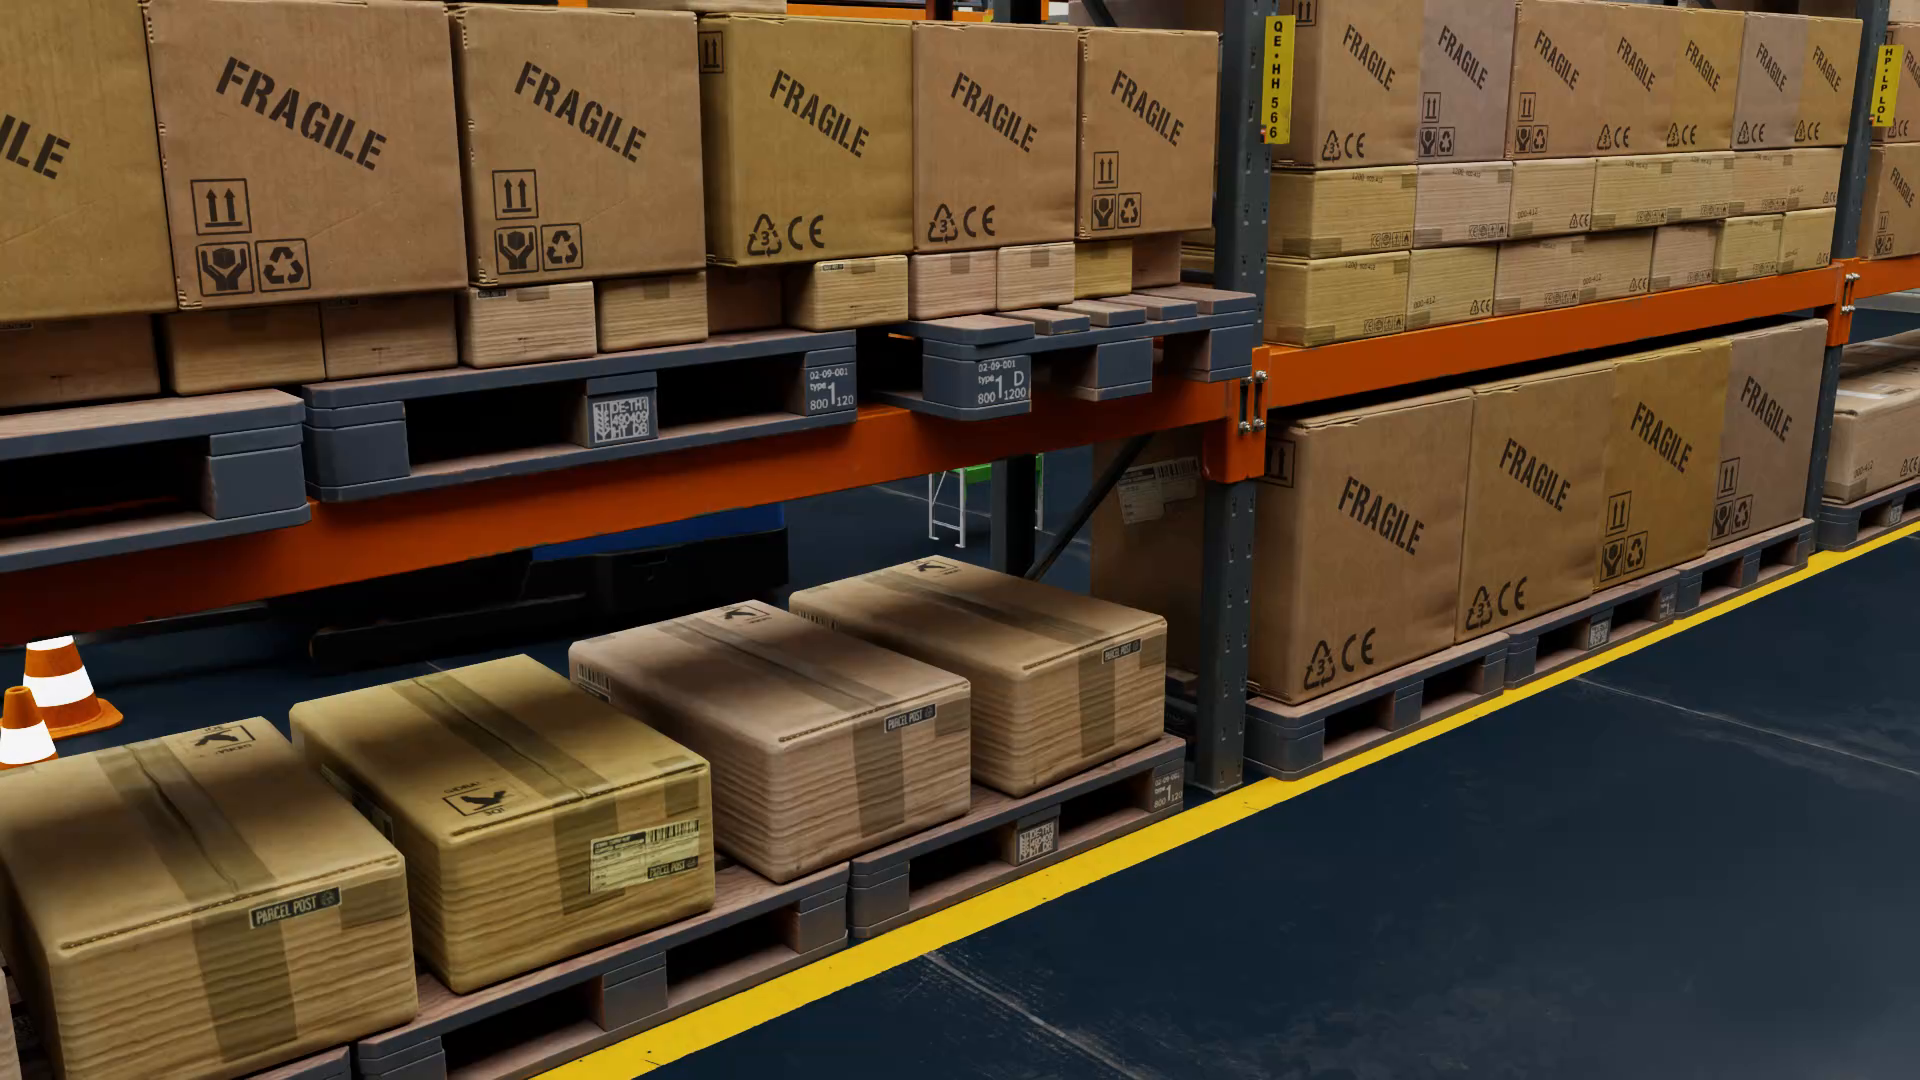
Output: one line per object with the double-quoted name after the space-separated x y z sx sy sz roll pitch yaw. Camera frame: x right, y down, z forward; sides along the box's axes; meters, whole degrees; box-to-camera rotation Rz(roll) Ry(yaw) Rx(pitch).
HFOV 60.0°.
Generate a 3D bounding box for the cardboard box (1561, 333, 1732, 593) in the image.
2.398 -0.375 6.645 0.875 0.875 0.875 -12 19 -38 "cardboard box"

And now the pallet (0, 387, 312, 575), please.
-1.873 -0.127 2.784 1.213 0.211 1.003 -13 19 -39 "pallet"

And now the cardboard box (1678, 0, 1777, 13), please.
3.513 -2.433 7.656 0.250 0.149 0.380 -13 20 -40 "cardboard box"

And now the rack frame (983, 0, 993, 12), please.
0.002 -4.081 17.214 0.127 3.000 1.000 -13 19 -39 "rack frame"

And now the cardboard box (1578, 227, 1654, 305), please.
2.152 -1.020 6.047 0.500 0.250 0.500 -13 19 -39 "cardboard box"

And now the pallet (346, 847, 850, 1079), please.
-1.038 0.889 4.013 1.213 0.211 1.003 -13 19 -39 "pallet"

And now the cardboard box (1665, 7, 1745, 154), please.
2.537 -1.709 6.206 0.500 0.500 0.500 -12 19 -38 "cardboard box"

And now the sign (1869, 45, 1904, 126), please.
3.853 -1.891 6.926 0.005 0.325 0.100 -13 19 -39 "sign"

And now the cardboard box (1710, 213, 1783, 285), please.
2.932 -1.190 6.684 0.500 0.250 0.500 -13 20 -40 "cardboard box"

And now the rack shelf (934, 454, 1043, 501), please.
0.125 -0.314 7.779 0.480 0.148 0.258 -13 19 -39 "rack shelf"

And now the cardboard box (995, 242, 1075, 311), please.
0.064 -0.665 4.101 0.250 0.149 0.380 -13 20 -40 "cardboard box"

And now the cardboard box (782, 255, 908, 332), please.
-0.330 -0.575 3.763 0.250 0.149 0.380 -12 19 -38 "cardboard box"

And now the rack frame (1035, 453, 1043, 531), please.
0.309 -0.649 7.855 0.015 1.200 0.240 -13 19 -39 "rack frame"

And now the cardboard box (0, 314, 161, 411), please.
-1.563 -0.336 2.867 0.250 0.149 0.380 -11 19 -36 "cardboard box"

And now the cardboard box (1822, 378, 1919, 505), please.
4.034 -0.524 8.051 0.875 0.438 0.875 -13 20 -40 "cardboard box"

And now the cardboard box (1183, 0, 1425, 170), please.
1.005 -1.363 4.910 0.500 0.500 0.500 -14 20 -41 "cardboard box"

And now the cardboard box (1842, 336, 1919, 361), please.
5.390 -0.828 9.190 0.875 0.438 0.875 -12 19 -38 "cardboard box"

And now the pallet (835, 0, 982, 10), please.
-0.551 -5.359 16.360 1.213 0.211 1.003 -13 19 -39 "pallet"

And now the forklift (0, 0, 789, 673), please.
-2.244 -1.095 6.168 3.031 2.935 1.130 -8 17 -28 "forklift"

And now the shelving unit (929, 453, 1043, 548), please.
0.125 -0.608 7.700 0.503 1.200 0.258 -13 19 -39 "shelving unit"

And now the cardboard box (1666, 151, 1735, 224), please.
2.558 -1.346 6.297 0.500 0.250 0.500 -12 19 -38 "cardboard box"

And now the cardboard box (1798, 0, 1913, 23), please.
3.898 -2.321 7.240 0.250 0.149 0.380 -13 20 -40 "cardboard box"

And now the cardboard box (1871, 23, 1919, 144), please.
4.008 -2.039 7.438 0.500 0.500 0.500 -12 19 -39 "cardboard box"

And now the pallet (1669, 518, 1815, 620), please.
2.957 0.019 7.270 1.213 0.211 1.003 -13 19 -39 "pallet"

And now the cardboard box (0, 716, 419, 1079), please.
-1.611 0.736 3.459 0.625 0.372 0.950 -11 19 -36 "cardboard box"

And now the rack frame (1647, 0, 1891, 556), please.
3.490 -1.474 7.455 0.127 3.000 1.000 -13 19 -39 "rack frame"

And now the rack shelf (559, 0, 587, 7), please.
-4.524 -4.166 13.115 4.000 0.370 1.077 -13 19 -39 "rack shelf"

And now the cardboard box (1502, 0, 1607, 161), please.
1.773 -1.534 5.549 0.500 0.500 0.500 -12 19 -38 "cardboard box"

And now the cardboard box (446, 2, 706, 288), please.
-0.864 -0.792 3.319 0.500 0.500 0.500 -14 20 -42 "cardboard box"

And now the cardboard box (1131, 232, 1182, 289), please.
0.379 -0.776 4.517 0.250 0.149 0.380 -12 19 -37 "cardboard box"

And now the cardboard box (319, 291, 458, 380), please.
-1.154 -0.413 3.155 0.250 0.149 0.380 -12 19 -39 "cardboard box"

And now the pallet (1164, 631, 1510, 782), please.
1.116 0.432 5.723 1.213 0.211 1.003 -13 19 -39 "pallet"

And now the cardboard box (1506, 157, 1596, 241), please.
1.791 -1.172 5.648 0.500 0.250 0.500 -13 20 -40 "cardboard box"

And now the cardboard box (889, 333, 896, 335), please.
-0.616 -1.154 10.288 0.500 0.500 0.500 -13 20 -41 "cardboard box"

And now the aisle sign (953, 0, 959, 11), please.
-0.141 -5.407 17.143 0.004 0.787 0.394 -13 19 -39 "aisle sign"

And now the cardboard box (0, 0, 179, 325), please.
-1.626 -0.622 2.682 0.500 0.500 0.500 -13 19 -39 "cardboard box"

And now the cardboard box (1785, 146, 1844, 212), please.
3.317 -1.521 6.953 0.500 0.250 0.500 -13 20 -39 "cardboard box"

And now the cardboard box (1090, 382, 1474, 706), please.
1.048 -0.073 5.515 0.875 0.875 0.875 -13 20 -40 "cardboard box"

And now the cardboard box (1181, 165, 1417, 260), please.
1.017 -1.003 5.014 0.500 0.250 0.500 -13 20 -40 "cardboard box"

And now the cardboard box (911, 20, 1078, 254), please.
-0.071 -0.970 3.986 0.500 0.500 0.500 -13 20 -40 "cardboard box"

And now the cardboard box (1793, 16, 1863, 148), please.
3.317 -1.880 6.846 0.500 0.500 0.500 -12 19 -38 "cardboard box"

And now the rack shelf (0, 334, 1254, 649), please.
-1.037 -0.110 3.742 4.000 0.370 1.077 -13 19 -39 "rack shelf"

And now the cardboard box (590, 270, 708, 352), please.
-0.738 -0.498 3.476 0.250 0.149 0.380 -13 20 -41 "cardboard box"

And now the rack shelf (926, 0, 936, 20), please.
-1.345 -3.183 9.436 4.000 0.370 1.077 -13 19 -39 "rack shelf"

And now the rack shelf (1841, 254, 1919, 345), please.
4.998 -1.465 8.816 4.000 0.370 1.077 -13 19 -39 "rack shelf"

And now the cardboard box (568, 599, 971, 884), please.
-0.512 0.491 4.378 0.625 0.372 0.950 -13 20 -40 "cardboard box"

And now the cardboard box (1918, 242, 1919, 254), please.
4.398 -1.635 7.865 0.500 0.500 0.500 -12 19 -39 "cardboard box"

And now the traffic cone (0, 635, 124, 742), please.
-2.967 0.381 5.428 0.334 0.463 0.336 -13 19 -39 "traffic cone"

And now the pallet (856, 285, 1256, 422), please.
0.004 -0.562 4.413 1.003 0.211 1.213 -13 19 -39 "pallet"

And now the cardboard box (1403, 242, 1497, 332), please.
1.382 -0.848 5.403 0.500 0.250 0.500 -13 20 -41 "cardboard box"
